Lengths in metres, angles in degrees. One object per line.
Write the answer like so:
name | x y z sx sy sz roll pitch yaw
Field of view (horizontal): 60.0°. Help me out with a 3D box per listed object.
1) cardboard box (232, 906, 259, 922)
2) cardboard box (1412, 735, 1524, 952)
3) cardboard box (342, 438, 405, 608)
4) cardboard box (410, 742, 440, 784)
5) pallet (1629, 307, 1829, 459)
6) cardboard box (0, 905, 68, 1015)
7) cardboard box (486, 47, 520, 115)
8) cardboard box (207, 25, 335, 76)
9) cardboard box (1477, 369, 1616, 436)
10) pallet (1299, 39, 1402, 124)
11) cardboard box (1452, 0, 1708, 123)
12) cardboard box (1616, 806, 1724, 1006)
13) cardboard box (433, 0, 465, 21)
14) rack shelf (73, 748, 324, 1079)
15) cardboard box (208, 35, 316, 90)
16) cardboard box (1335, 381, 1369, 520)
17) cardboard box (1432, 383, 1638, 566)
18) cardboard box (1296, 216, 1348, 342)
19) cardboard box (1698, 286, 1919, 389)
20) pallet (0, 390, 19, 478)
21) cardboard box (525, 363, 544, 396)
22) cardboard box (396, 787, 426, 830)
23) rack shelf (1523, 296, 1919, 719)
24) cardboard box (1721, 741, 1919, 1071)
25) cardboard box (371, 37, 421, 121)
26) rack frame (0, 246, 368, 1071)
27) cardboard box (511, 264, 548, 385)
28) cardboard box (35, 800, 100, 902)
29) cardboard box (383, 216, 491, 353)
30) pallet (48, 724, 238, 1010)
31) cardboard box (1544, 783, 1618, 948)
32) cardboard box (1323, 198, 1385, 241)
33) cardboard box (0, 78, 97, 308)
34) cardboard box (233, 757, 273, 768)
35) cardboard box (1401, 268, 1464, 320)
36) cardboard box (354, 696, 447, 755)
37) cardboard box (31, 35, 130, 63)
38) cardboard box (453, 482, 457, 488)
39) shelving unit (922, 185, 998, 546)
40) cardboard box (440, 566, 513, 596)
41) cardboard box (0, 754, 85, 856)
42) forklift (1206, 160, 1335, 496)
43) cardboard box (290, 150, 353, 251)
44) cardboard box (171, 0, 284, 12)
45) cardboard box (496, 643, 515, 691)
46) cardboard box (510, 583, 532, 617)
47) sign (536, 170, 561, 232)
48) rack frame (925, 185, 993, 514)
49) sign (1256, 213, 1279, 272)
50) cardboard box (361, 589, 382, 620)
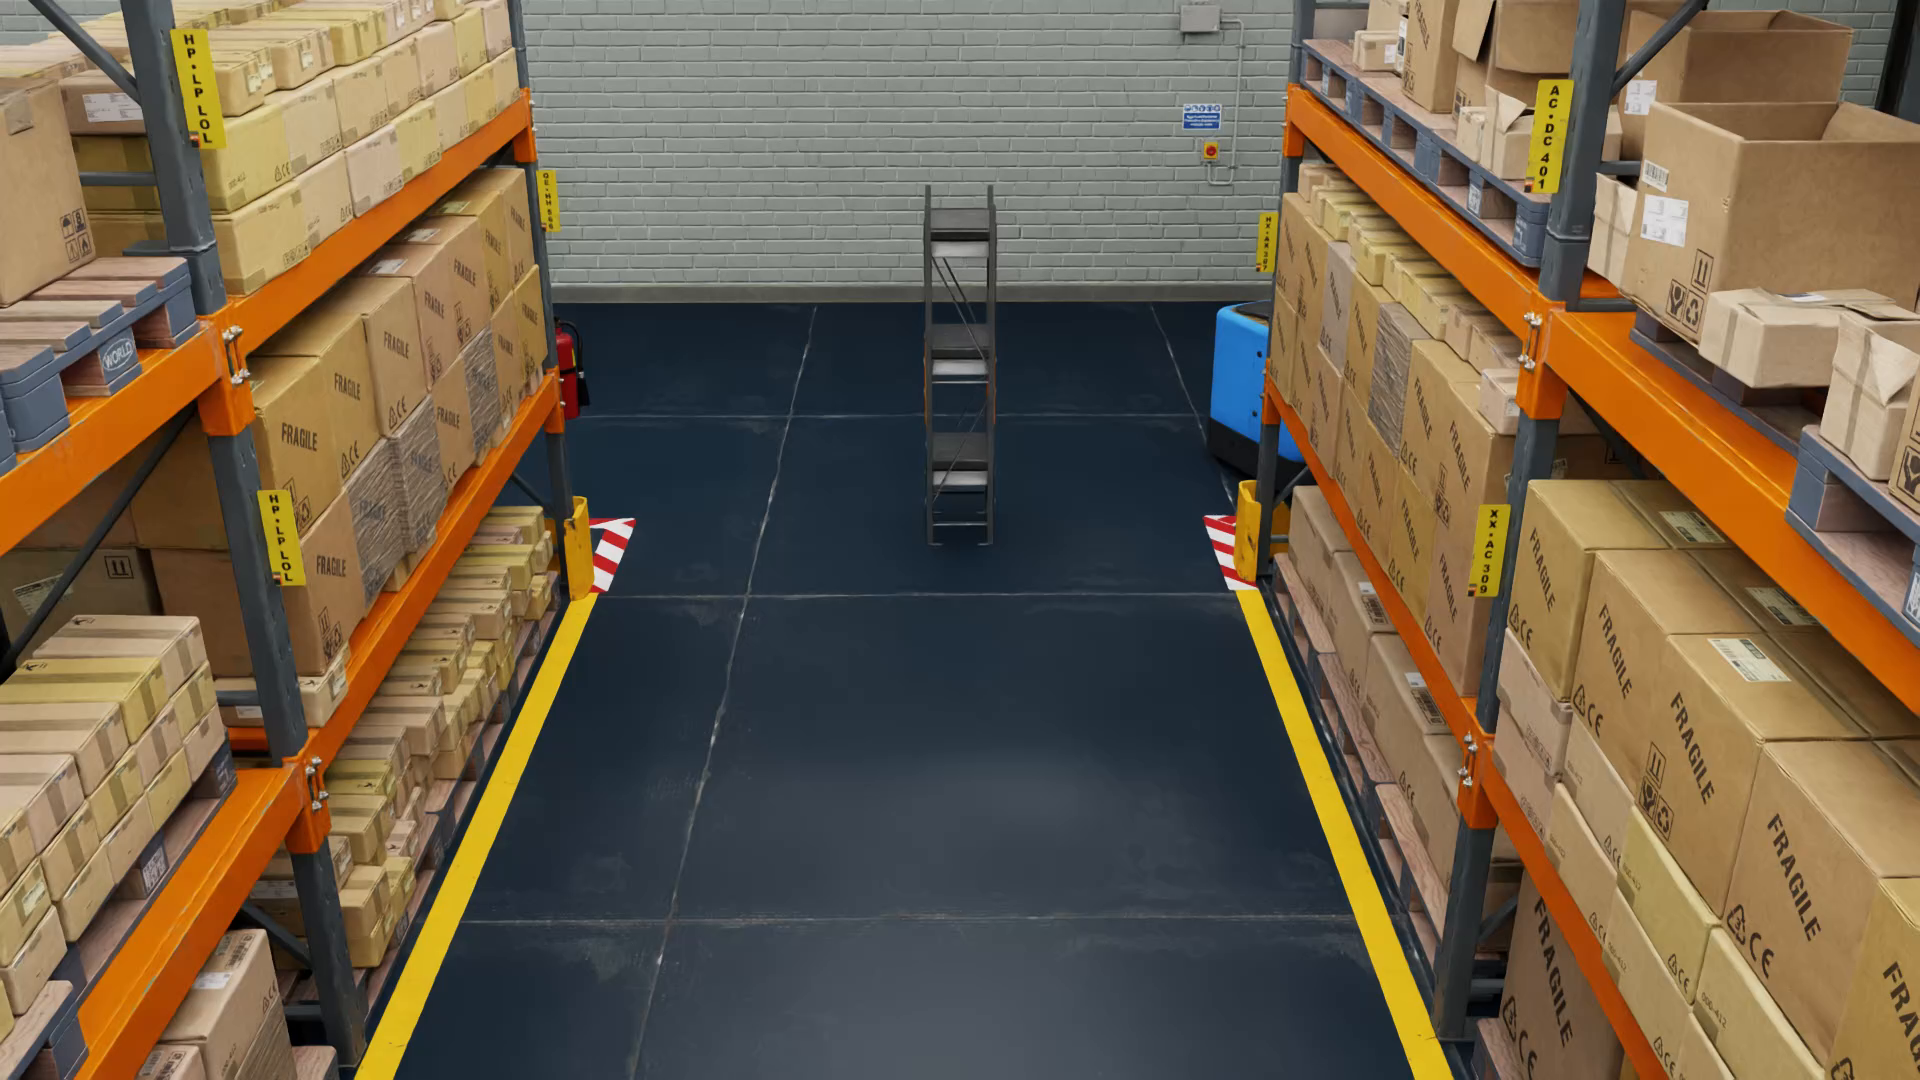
cardboard box | -2.945 1.367 6.537 0.380 0.149 0.250 0 24 1
cardboard box | 2.368 1.180 6.601 0.875 0.438 0.875 -1 24 -1
cardboard box | -2.447 -0.063 6.268 0.500 0.500 0.500 0 24 -1
cardboard box | -2.476 0.919 7.166 0.380 0.149 0.250 1 24 2
pallet | 2.327 -0.439 4.173 0.805 0.209 1.217 -1 24 -3
cardboard box | -2.464 1.040 4.105 0.380 0.149 0.250 -1 24 -3
cardboard box | -2.455 -2.234 8.090 0.500 0.250 0.500 -1 24 -2
cardboard box | -2.452 -1.731 5.889 0.380 0.149 0.250 -1 24 -2
cardboard box | 1.946 -0.459 5.503 0.380 0.149 0.250 -1 24 -2
pallet | 2.242 -2.206 7.955 1.003 0.211 1.213 0 24 -1
cardboard box | 2.220 -1.743 6.068 0.797 0.503 0.637 2 24 4
cardboard box | 2.003 0.909 4.176 0.500 0.250 0.500 0 24 0
cardboard box | -2.408 -2.377 7.318 0.380 0.149 0.250 0 24 0
rack shelf | -2.659 1.679 3.771 1.077 0.370 4.000 0 24 -1
cardboard box | -2.429 -1.625 5.654 0.380 0.149 0.250 -1 24 -2
cardboard box | 1.985 -0.407 7.389 0.500 0.500 0.500 1 24 1
cardboard box | 1.986 -0.231 5.787 0.500 0.500 0.500 0 24 -1
cardboard box | 1.957 -1.274 8.093 0.500 0.500 0.500 -1 24 -2
cardboard box | 1.931 -0.466 3.773 0.380 0.166 0.250 -2 24 -4
pallet | -2.767 -0.072 3.357 1.213 0.211 1.003 0 24 -1
cardboard box | -2.439 -0.874 8.847 0.380 0.149 0.250 0 24 0
cardboard box | -2.474 1.167 6.980 0.380 0.149 0.250 -1 24 -2
rack shelf | 2.289 0.248 3.294 1.077 0.370 4.000 0 24 -1
cardboard box | 2.033 0.774 3.565 0.500 0.500 0.500 -1 24 -1
cardboard box | -2.462 -1.829 6.590 0.500 0.250 0.500 -1 24 -3
rack frame | -2.681 0.527 5.445 1.000 3.000 0.127 0 24 -1
cardboard box | -2.463 -1.118 8.601 0.500 0.500 0.500 0 24 1
cardboard box | -2.468 0.801 4.273 0.380 0.149 0.250 -1 24 -2
cardboard box | -2.451 -1.148 7.452 0.500 0.500 0.500 1 24 2
pallet | -2.818 0.930 4.787 1.003 0.211 1.213 0 24 -1
cardboard box | 2.015 0.927 4.742 0.500 0.250 0.500 -1 24 -2
cardboard box | 1.934 -1.511 7.829 0.380 0.149 0.250 -1 24 -2
cardboard box | -2.787 -0.920 4.373 0.700 0.500 0.500 0 24 0
cardboard box | -2.923 0.903 6.841 0.380 0.149 0.250 1 24 1
cardboard box | 1.995 -0.986 6.669 0.380 0.149 0.250 -1 24 -2
cardboard box | -2.420 0.790 7.091 0.380 0.149 0.250 0 24 1
cardboard box | -2.901 -1.627 5.658 0.380 0.149 0.250 1 24 1
cardboard box | -2.513 -0.343 7.672 0.380 0.149 0.250 -1 24 -3
shelving unit | -0.002 -1.025 9.968 0.431 2.100 0.503 0 24 -1
cardboard box | -2.451 0.249 8.287 0.380 0.149 0.250 -1 24 -3
cardboard box | -2.474 0.669 4.204 0.380 0.149 0.250 0 24 -1
forklift | 3.248 -2.004 11.124 3.031 2.935 1.130 -12 27 -24
cardboard box | -2.437 -1.170 5.739 0.500 0.250 0.500 -1 24 -1
cardboard box | -3.016 -2.162 6.843 0.380 0.149 0.250 0 24 1
cardboard box | -2.409 0.623 8.181 0.380 0.149 0.250 -1 24 -3
cardboard box | -2.426 0.281 8.578 0.380 0.149 0.250 -1 24 -3
sign | -2.170 -1.787 8.773 0.100 0.325 0.005 0 24 -1
rack frame | -0.004 -1.125 10.190 0.400 2.100 0.015 0 24 -1
sign | 1.669 -1.616 9.036 0.100 0.325 0.005 0 24 -1
cardboard box | -2.487 0.195 6.483 0.380 0.149 0.250 -1 24 -3
